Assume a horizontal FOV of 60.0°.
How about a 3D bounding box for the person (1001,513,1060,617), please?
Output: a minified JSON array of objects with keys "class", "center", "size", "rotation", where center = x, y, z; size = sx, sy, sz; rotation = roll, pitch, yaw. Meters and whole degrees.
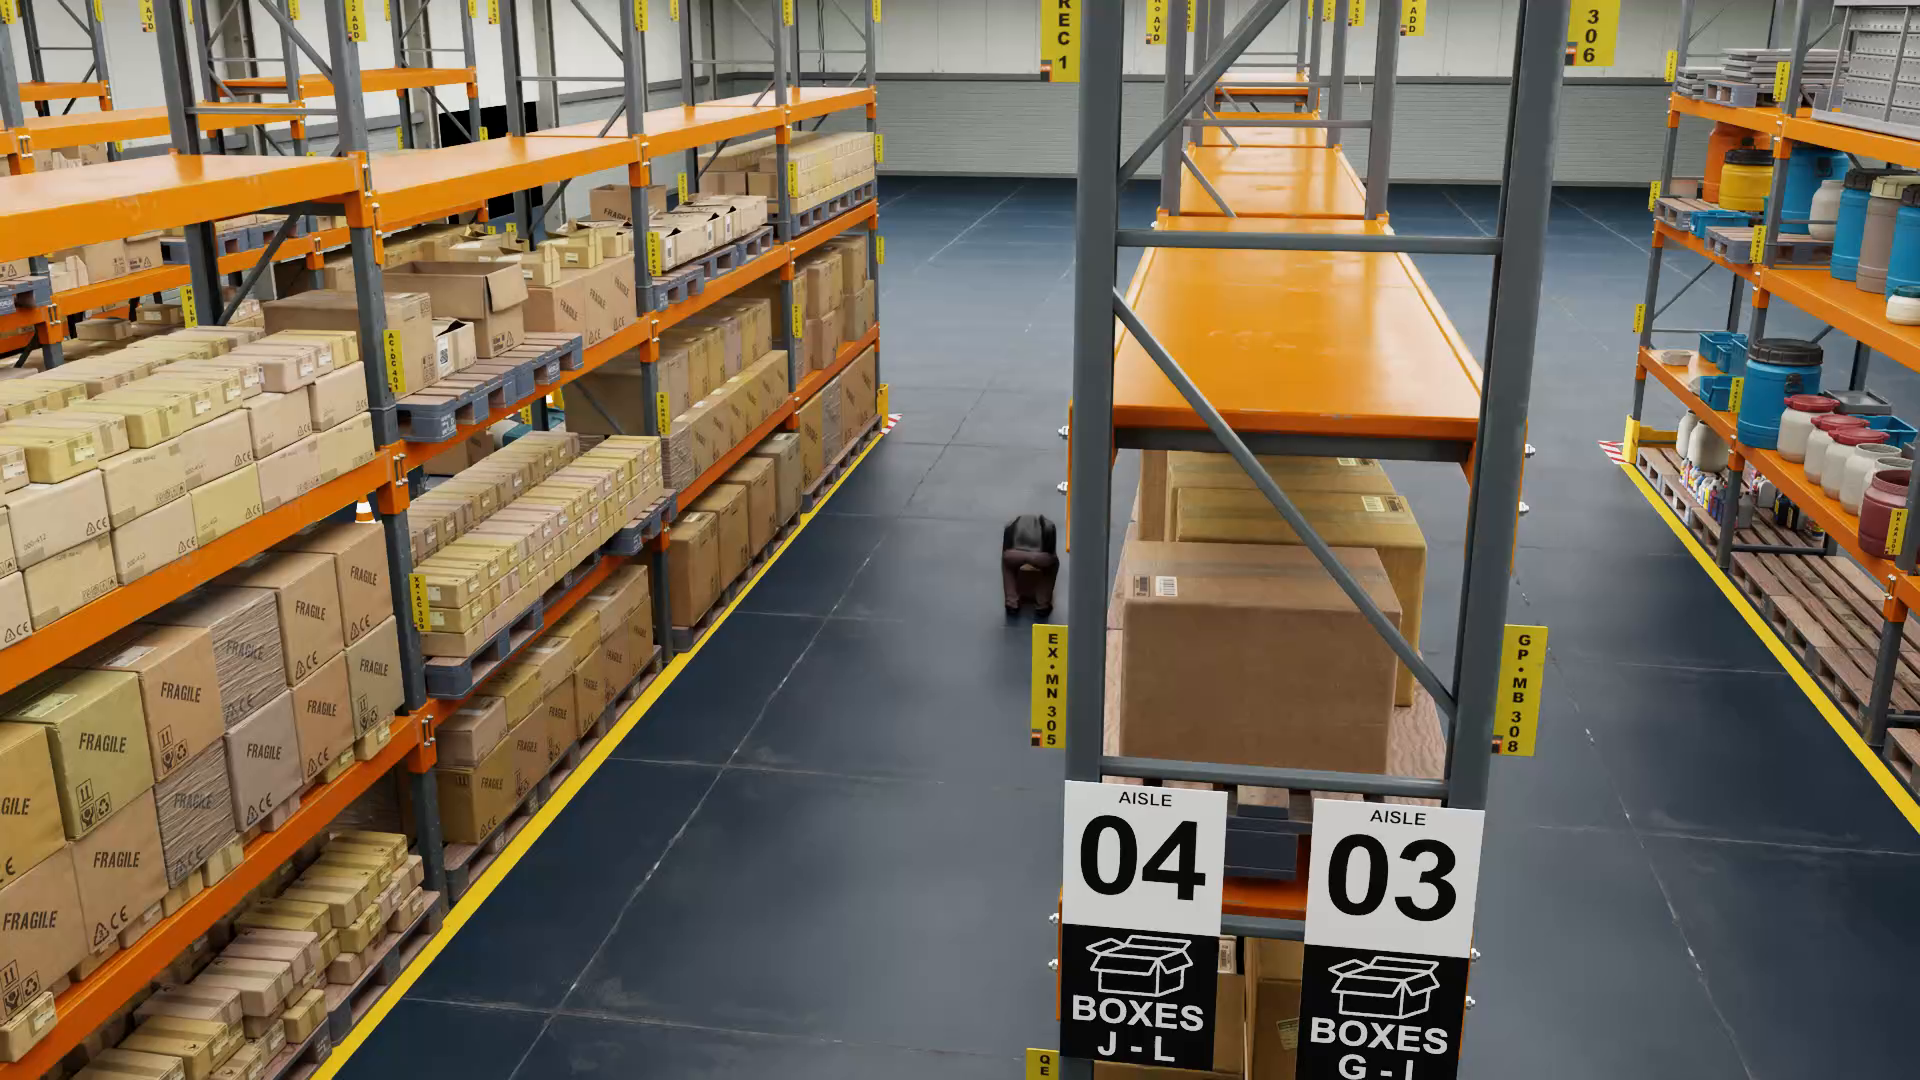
[{"class":"person","center":[0.610,0.168,14.505],"size":[0.517,0.871,0.953],"rotation":[2,18,7]}]
